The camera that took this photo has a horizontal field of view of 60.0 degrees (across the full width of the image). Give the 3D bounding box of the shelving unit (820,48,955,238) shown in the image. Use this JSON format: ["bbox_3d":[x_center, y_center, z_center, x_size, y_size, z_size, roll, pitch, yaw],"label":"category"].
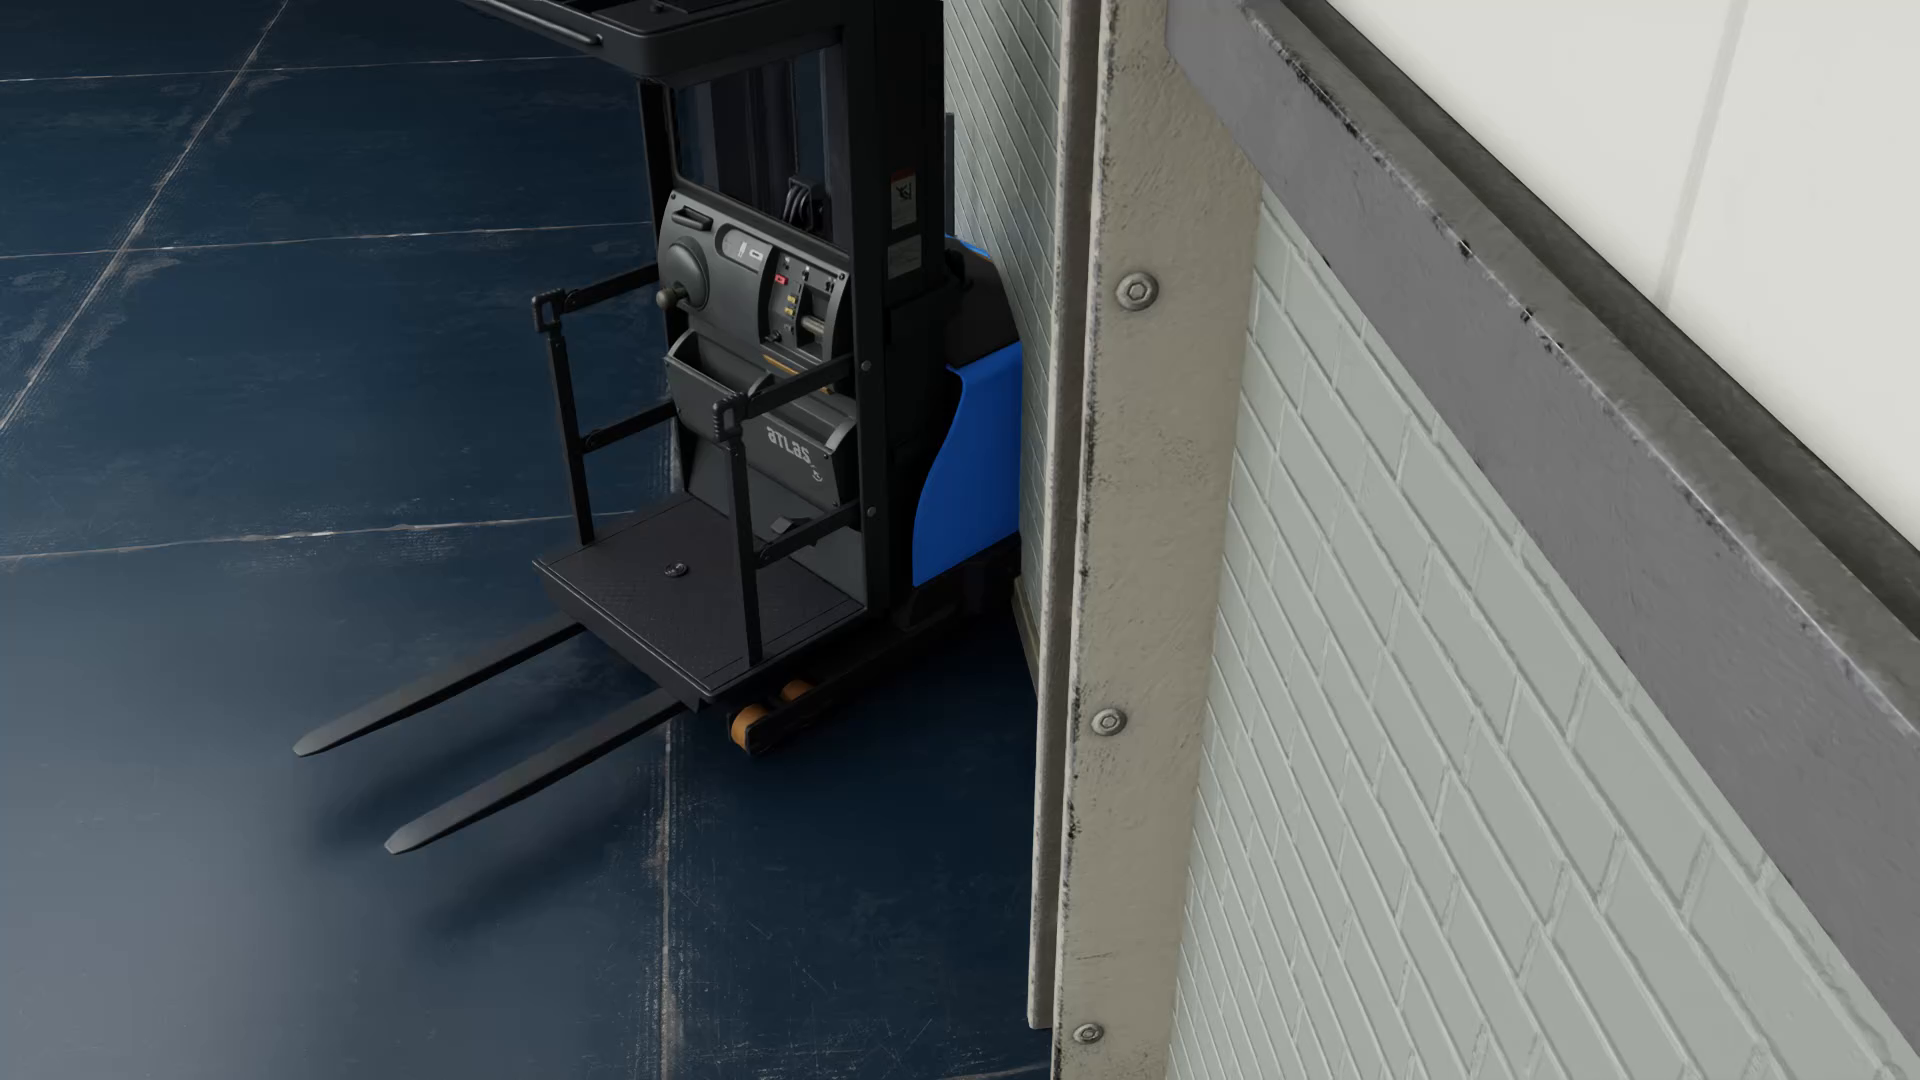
[{"bbox_3d":[-0.322,-1.332,7.373,0.538,1.500,1.048,-3,34,-5],"label":"shelving unit"}]

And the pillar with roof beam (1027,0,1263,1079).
[{"bbox_3d":[-3.894,-1.939,1.604,9.100,9.000,0.400,-4,35,-6],"label":"pillar with roof beam"}]

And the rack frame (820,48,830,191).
[{"bbox_3d":[-0.372,-1.617,7.792,0.500,1.500,0.032,-3,34,-5],"label":"rack frame"}]

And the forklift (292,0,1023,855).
[{"bbox_3d":[-0.840,-0.813,5.341,3.031,2.935,1.130,-29,43,-35],"label":"forklift"}]

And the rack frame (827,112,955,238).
[{"bbox_3d":[-0.272,-1.048,6.955,0.500,1.500,0.032,-3,34,-5],"label":"rack frame"}]
